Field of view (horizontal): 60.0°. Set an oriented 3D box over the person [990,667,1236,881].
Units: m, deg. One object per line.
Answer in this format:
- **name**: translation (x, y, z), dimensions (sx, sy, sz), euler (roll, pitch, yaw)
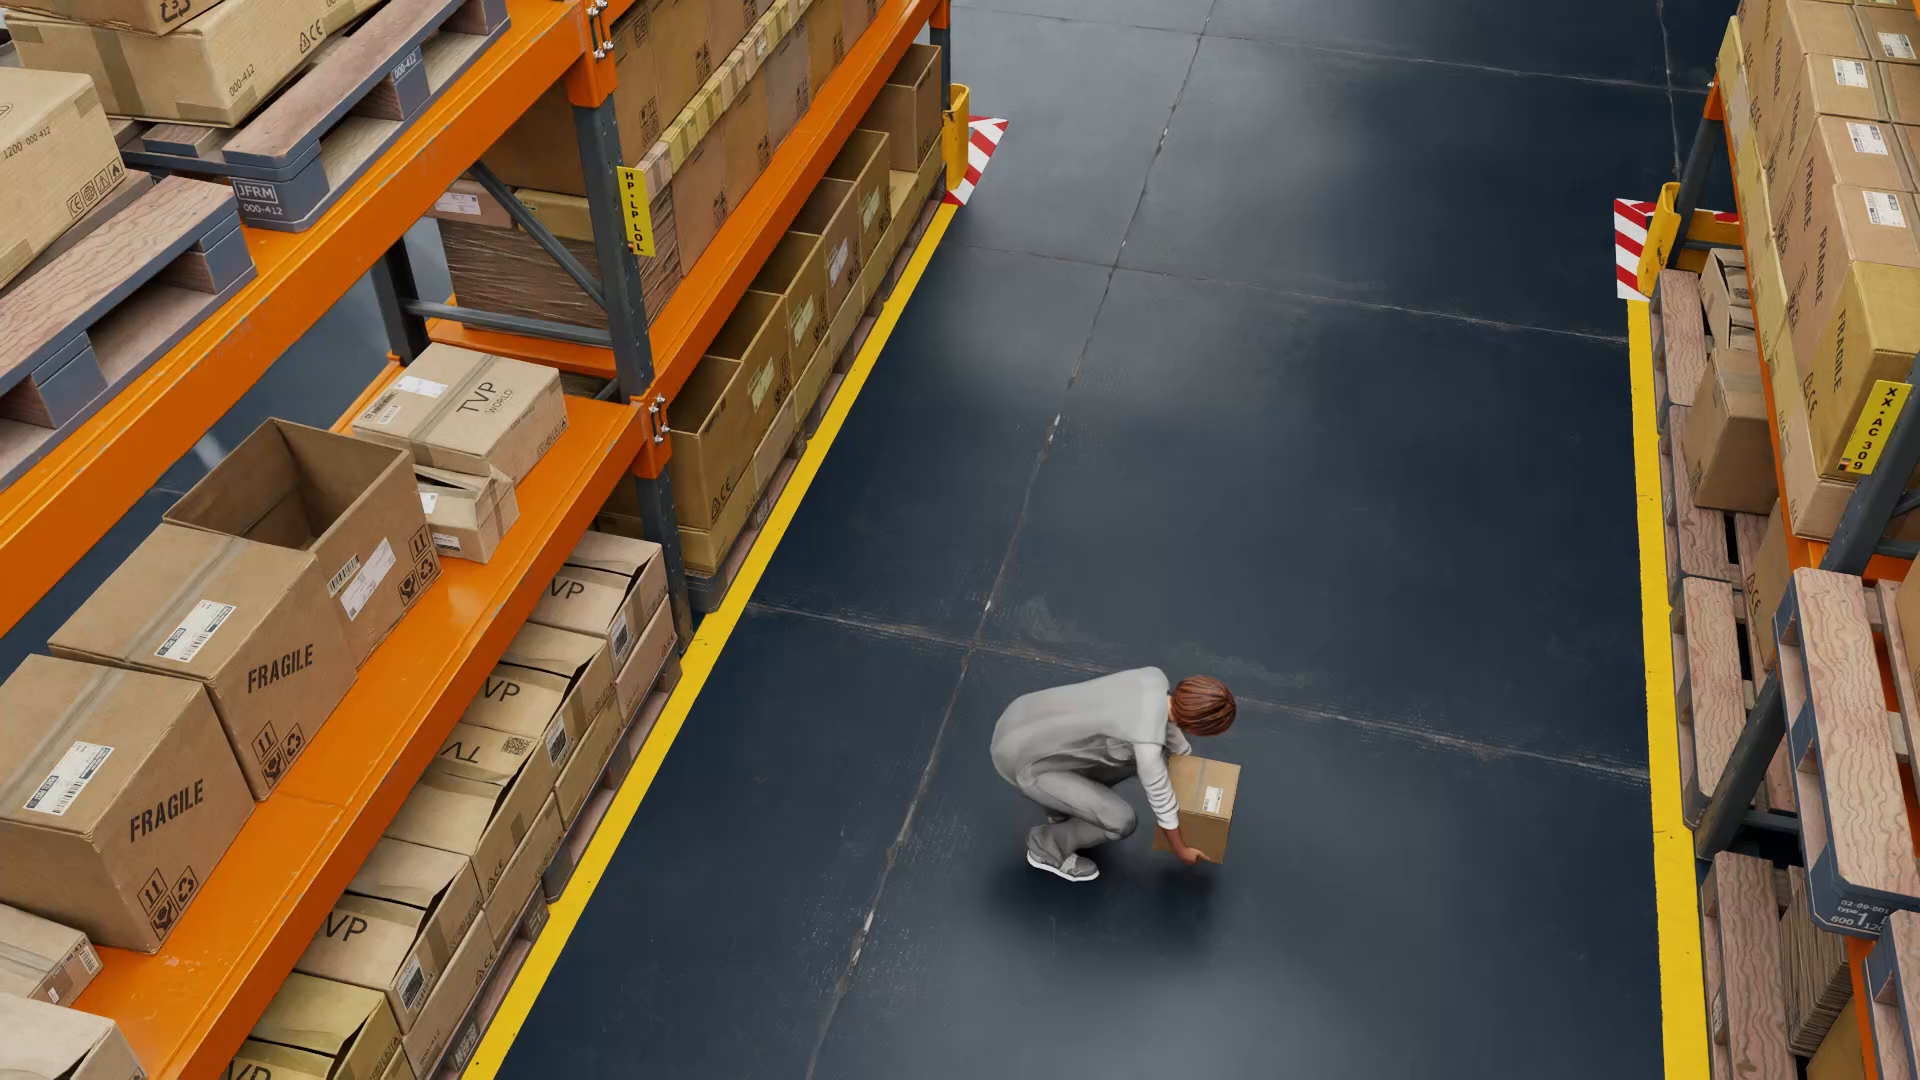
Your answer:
- **person**: translation (0.511, 0.794, 5.791), dimensions (0.814, 0.913, 0.420), euler (9, 42, 10)
